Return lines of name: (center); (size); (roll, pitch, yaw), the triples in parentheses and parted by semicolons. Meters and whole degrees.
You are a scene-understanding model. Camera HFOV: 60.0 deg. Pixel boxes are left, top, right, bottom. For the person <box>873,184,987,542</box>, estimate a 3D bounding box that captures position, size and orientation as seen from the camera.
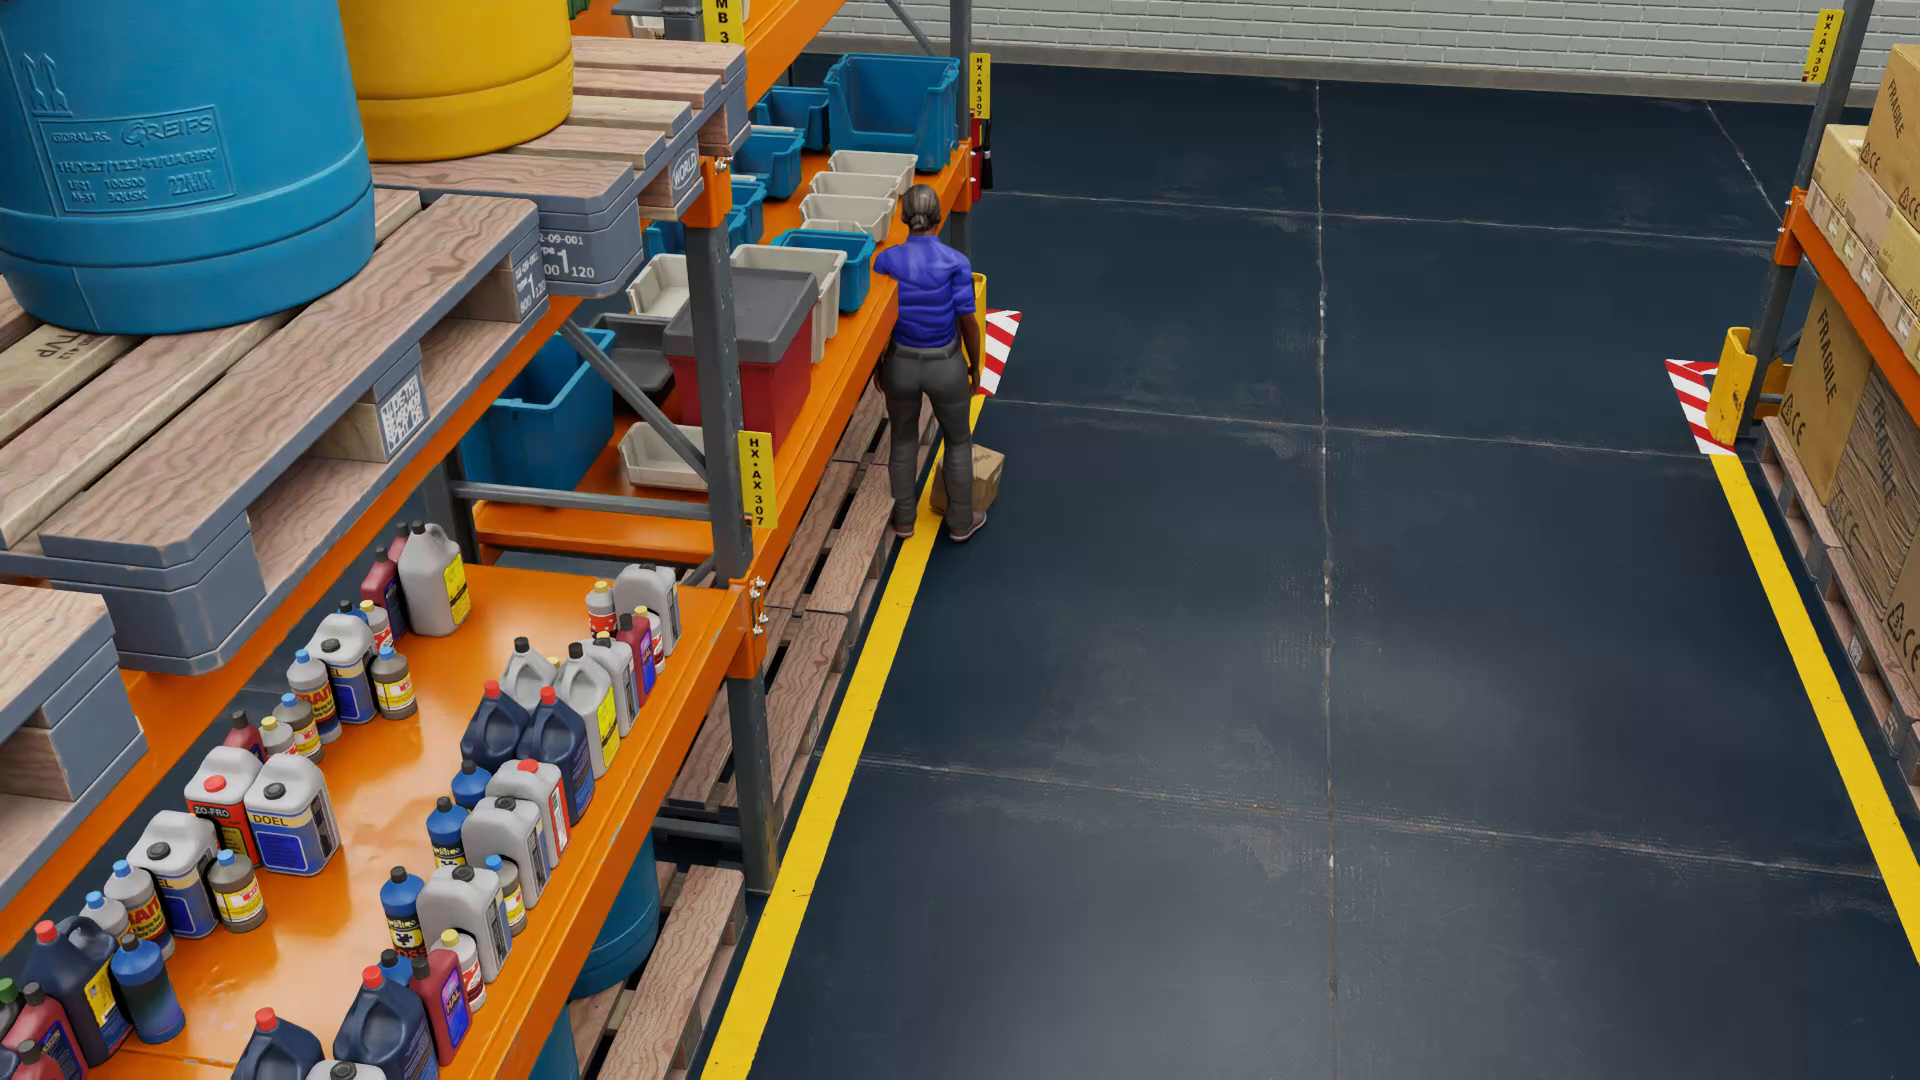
person: (-0.141, -0.750, 7.317); (0.511, 1.654, 0.346); (4, 33, 6)
